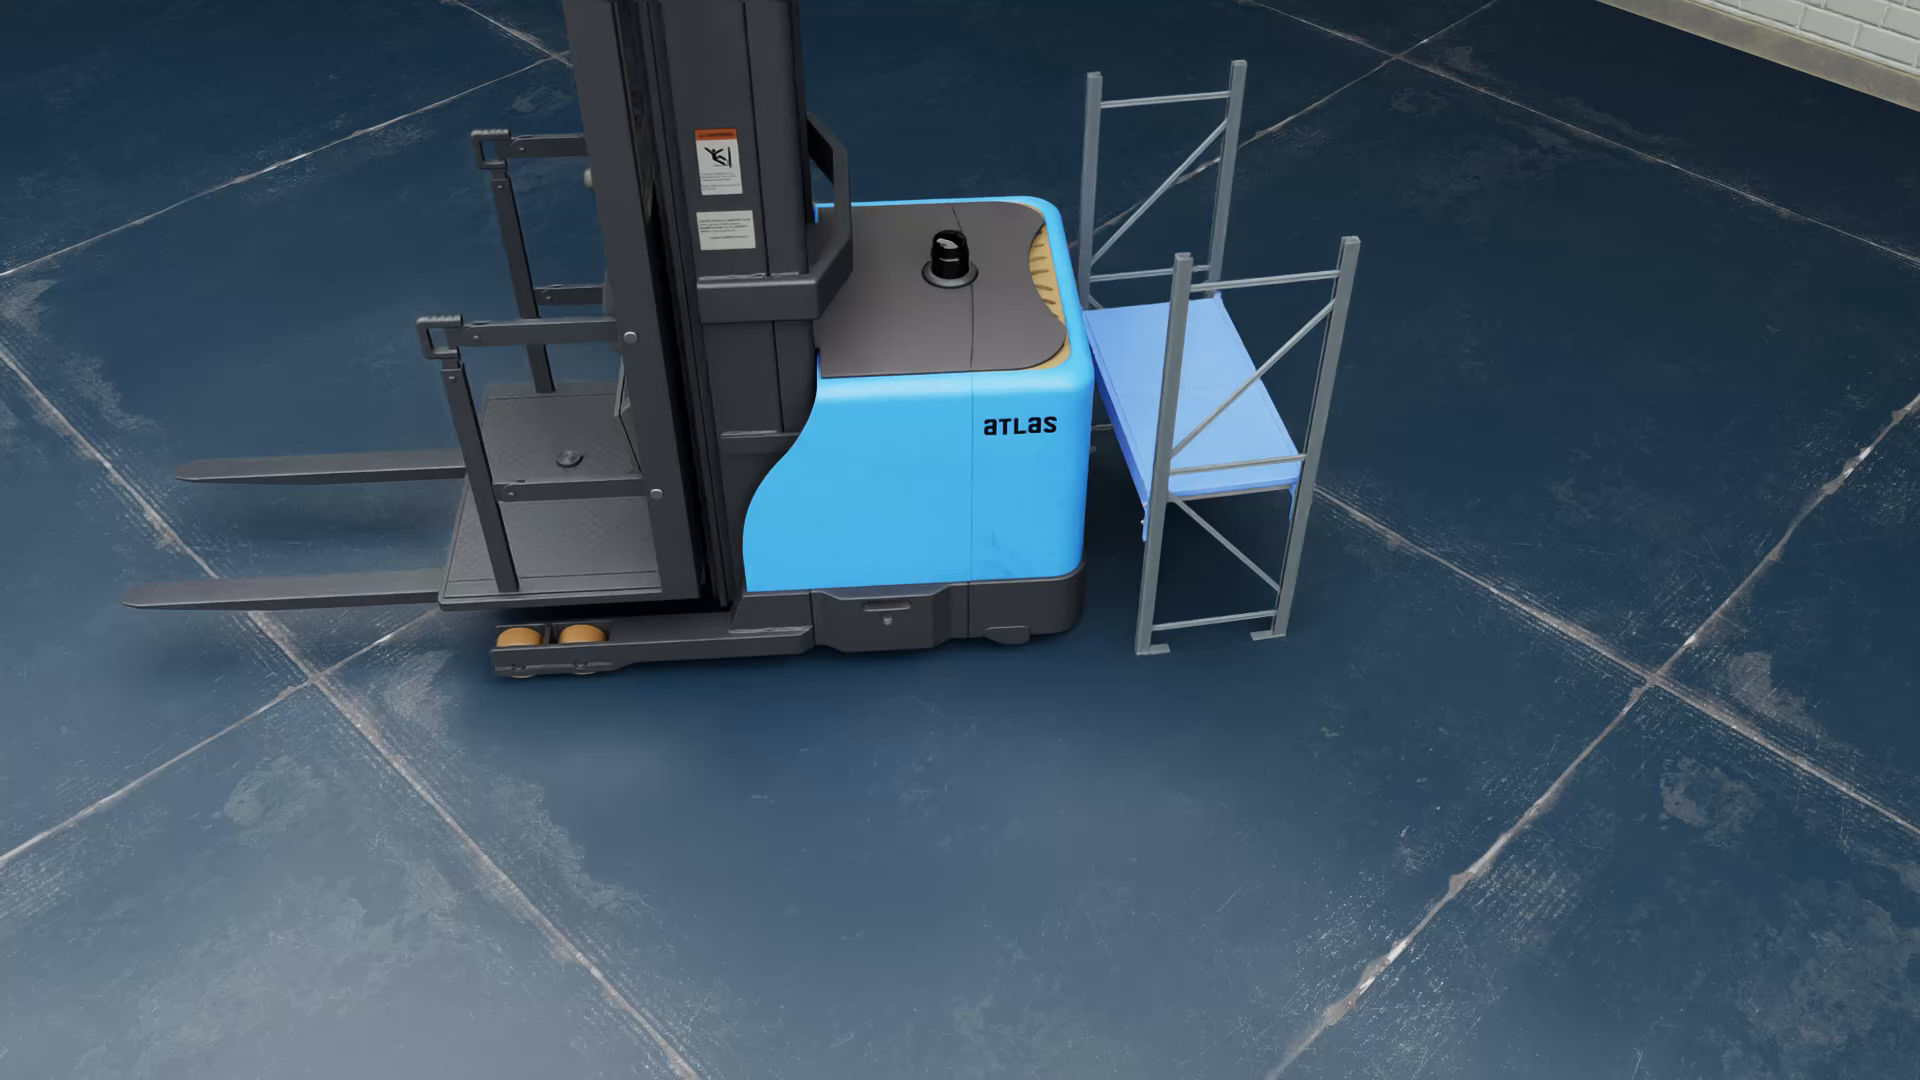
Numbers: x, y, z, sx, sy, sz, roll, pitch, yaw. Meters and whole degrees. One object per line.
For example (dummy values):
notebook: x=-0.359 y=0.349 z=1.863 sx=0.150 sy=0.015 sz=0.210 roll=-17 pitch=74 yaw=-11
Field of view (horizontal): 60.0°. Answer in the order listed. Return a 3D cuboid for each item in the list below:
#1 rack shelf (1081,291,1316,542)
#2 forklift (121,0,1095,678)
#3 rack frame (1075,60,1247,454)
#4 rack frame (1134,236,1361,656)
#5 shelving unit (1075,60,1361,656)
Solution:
rack shelf: x=0.724 y=-0.425 z=5.370 sx=0.538 sy=0.185 sz=1.000 roll=-7 pitch=43 yaw=-7
forklift: x=-1.143 y=-1.012 z=4.686 sx=3.031 sy=2.935 sz=1.130 roll=-3 pitch=43 yaw=-3
rack frame: x=0.638 y=-0.897 z=5.616 sx=0.500 sy=1.500 sz=0.032 roll=-7 pitch=43 yaw=-7
rack frame: x=0.811 y=-0.217 z=4.880 sx=0.500 sy=1.500 sz=0.032 roll=-7 pitch=43 yaw=-7
shelving unit: x=0.724 y=-0.557 z=5.248 sx=0.538 sy=1.500 sz=1.048 roll=-7 pitch=43 yaw=-7
